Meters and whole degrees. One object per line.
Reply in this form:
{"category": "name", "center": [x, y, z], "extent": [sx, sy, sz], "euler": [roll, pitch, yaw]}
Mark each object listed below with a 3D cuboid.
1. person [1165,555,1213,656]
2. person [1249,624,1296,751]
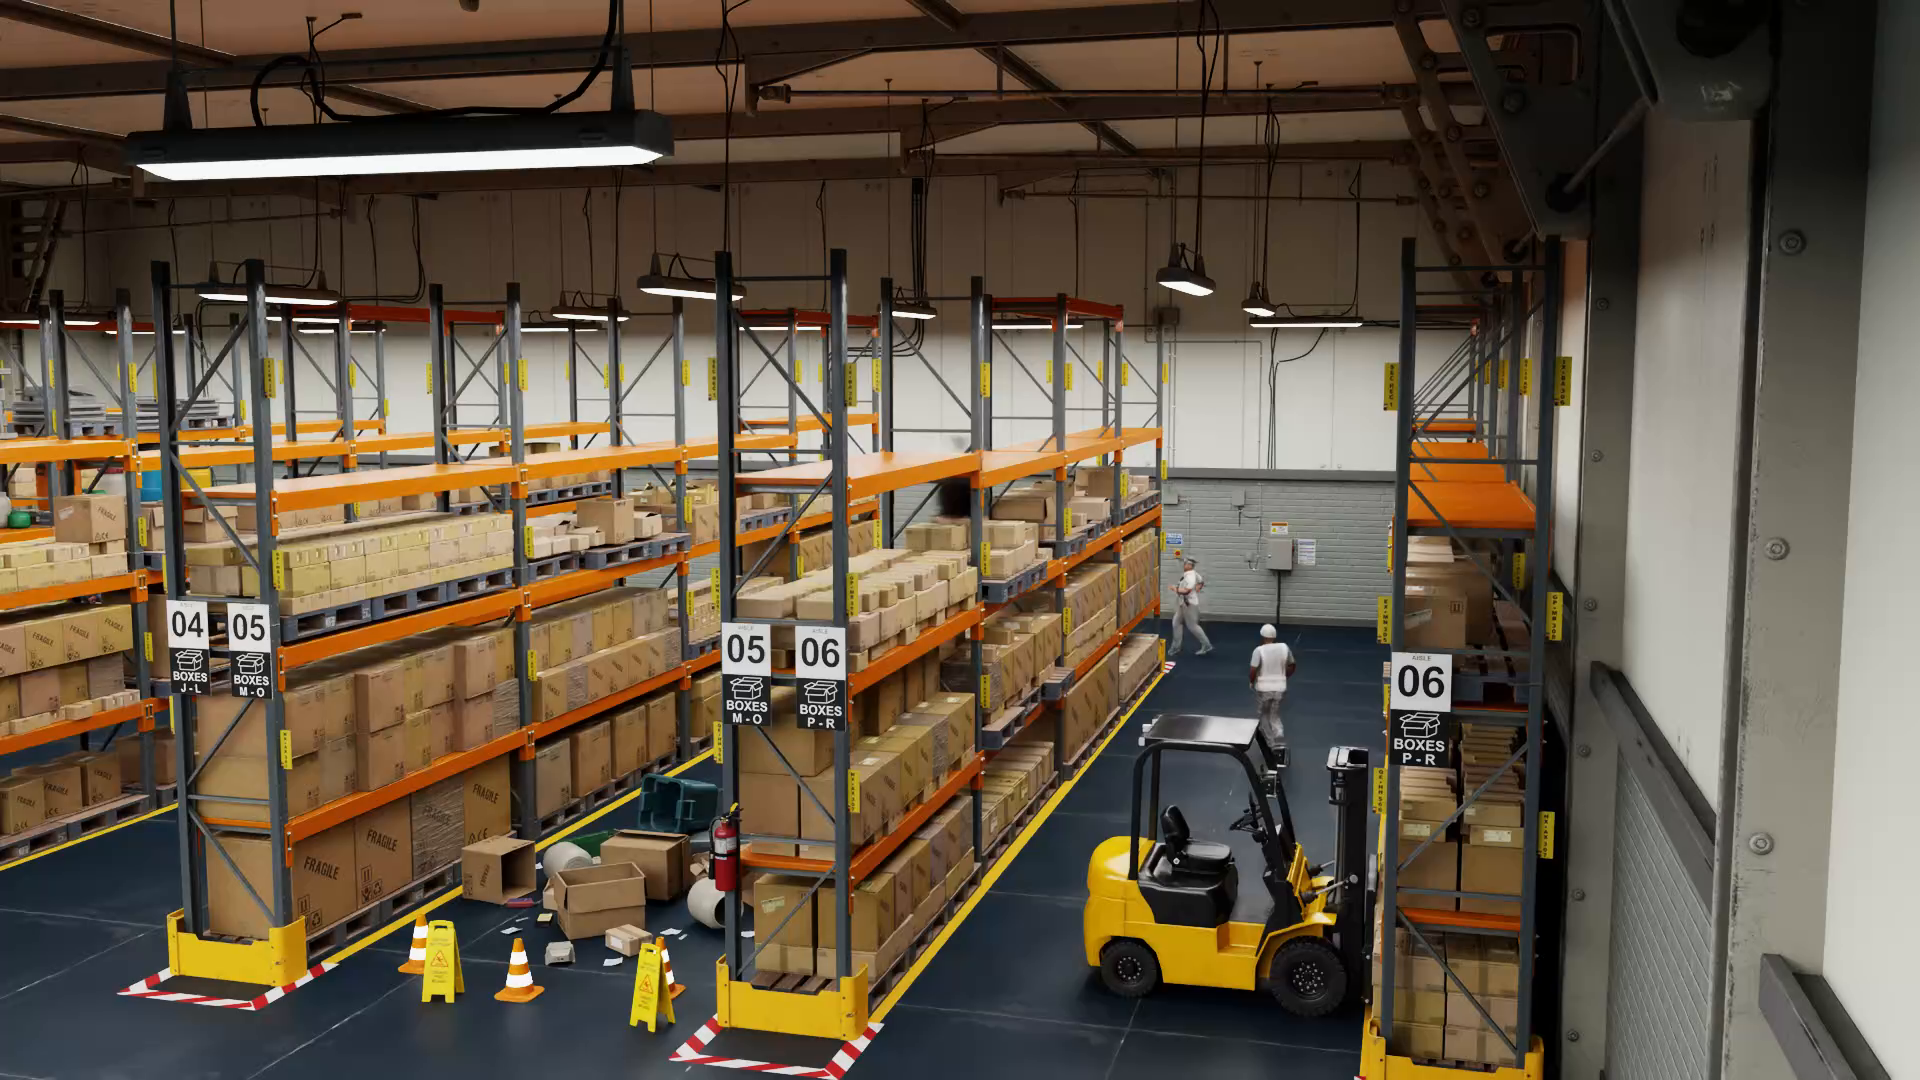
{"category": "person", "center": [4.033, 1.177, 29.328], "extent": [0.838, 1.833, 0.662], "euler": [1, 6, 6]}
{"category": "person", "center": [4.148, 1.990, 22.004], "extent": [0.670, 1.729, 0.619], "euler": [-1, 6, -10]}
